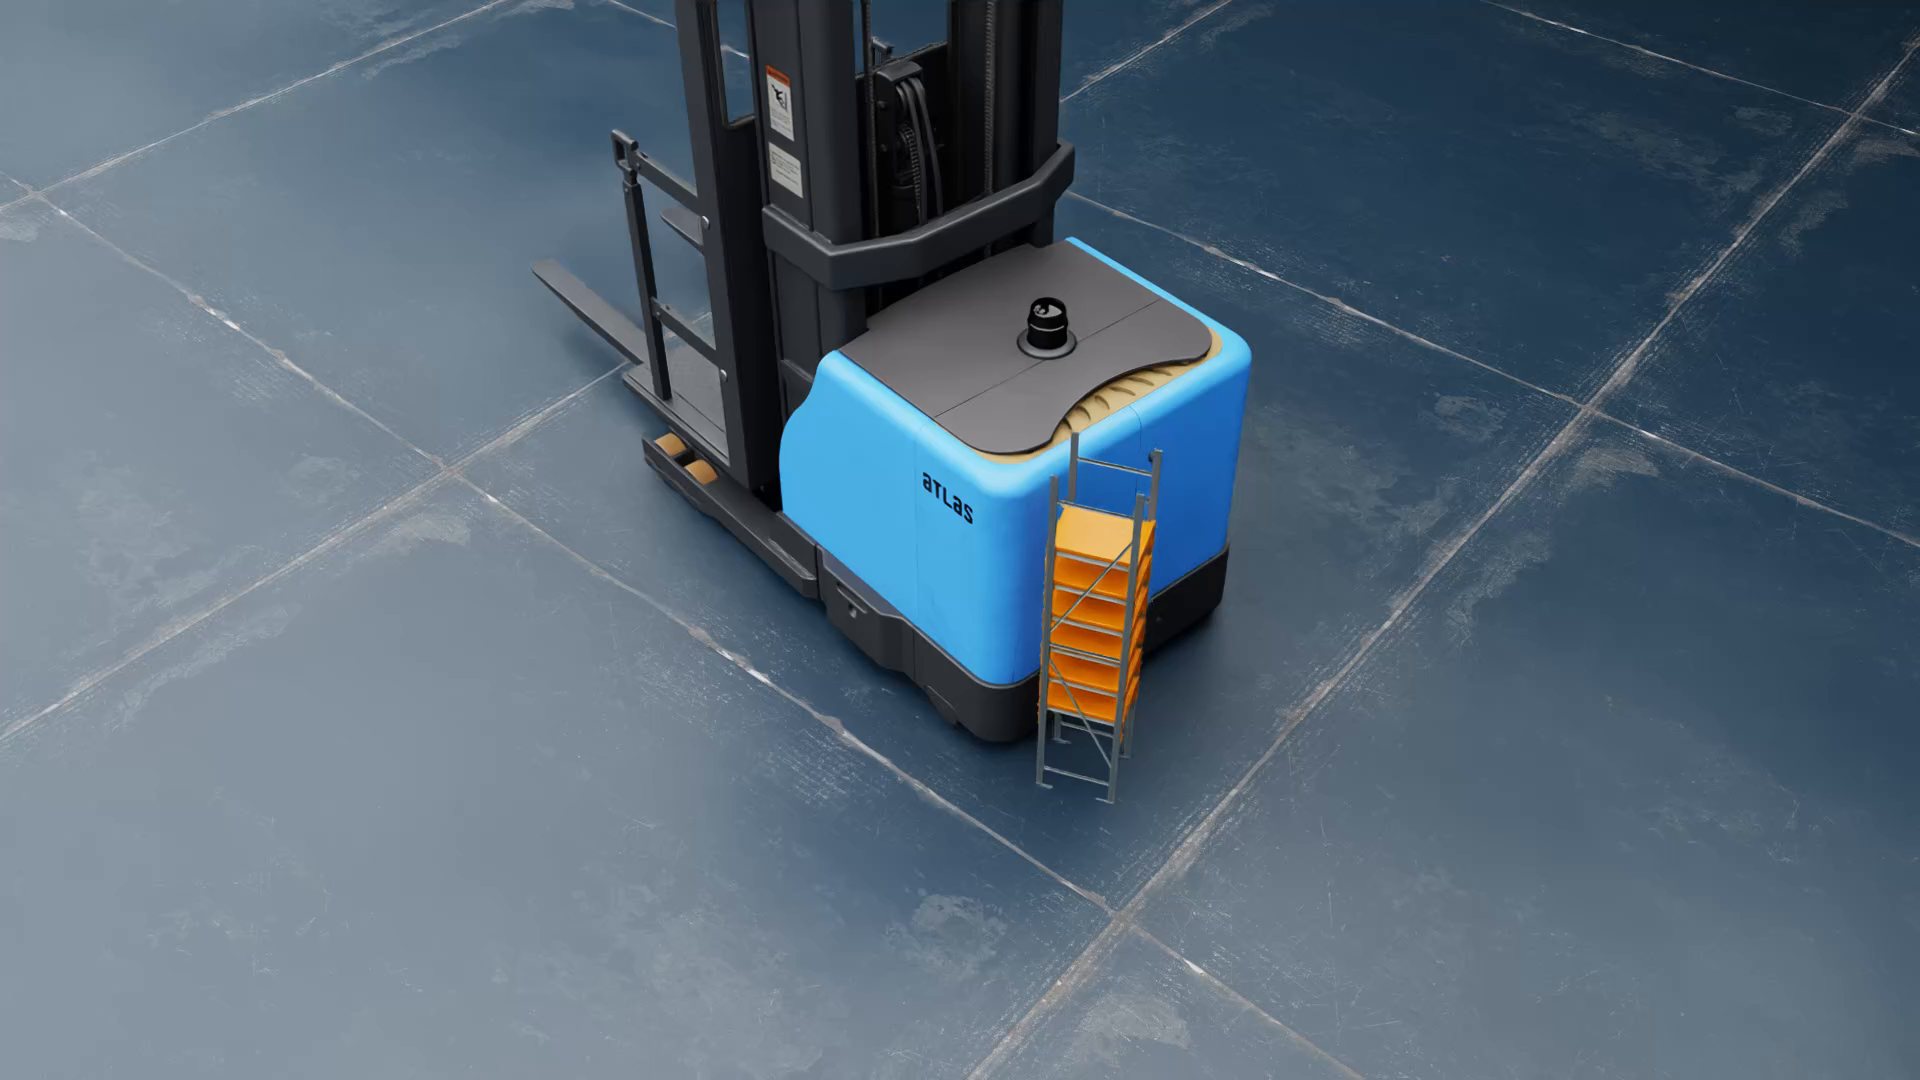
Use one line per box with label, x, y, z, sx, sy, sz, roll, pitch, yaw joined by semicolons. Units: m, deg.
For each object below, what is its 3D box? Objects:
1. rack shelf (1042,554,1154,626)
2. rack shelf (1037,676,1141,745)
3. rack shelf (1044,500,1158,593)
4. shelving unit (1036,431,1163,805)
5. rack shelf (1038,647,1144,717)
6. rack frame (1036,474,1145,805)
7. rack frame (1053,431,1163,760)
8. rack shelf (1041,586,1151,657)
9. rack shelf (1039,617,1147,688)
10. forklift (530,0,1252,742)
rack shelf;0.370;0.105;4.452;0.258;0.103;0.180;13;44;14
rack shelf;0.370;0.460;4.775;0.258;0.103;0.180;13;44;14
rack shelf;0.370;0.016;4.371;0.258;0.103;0.180;13;44;14
shelving unit;0.370;0.250;4.583;0.258;1.200;0.189;13;44;14
rack shelf;0.370;0.371;4.694;0.258;0.103;0.180;13;44;14
rack frame;0.340;0.308;4.519;0.240;1.200;0.006;13;44;14
rack frame;0.400;0.192;4.647;0.240;1.200;0.006;13;44;14
rack shelf;0.370;0.194;4.532;0.258;0.103;0.180;13;44;14
rack shelf;0.370;0.283;4.613;0.258;0.103;0.180;13;44;14
forklift;-0.480;-1.398;5.109;1.130;2.935;3.031;-30;50;-29
